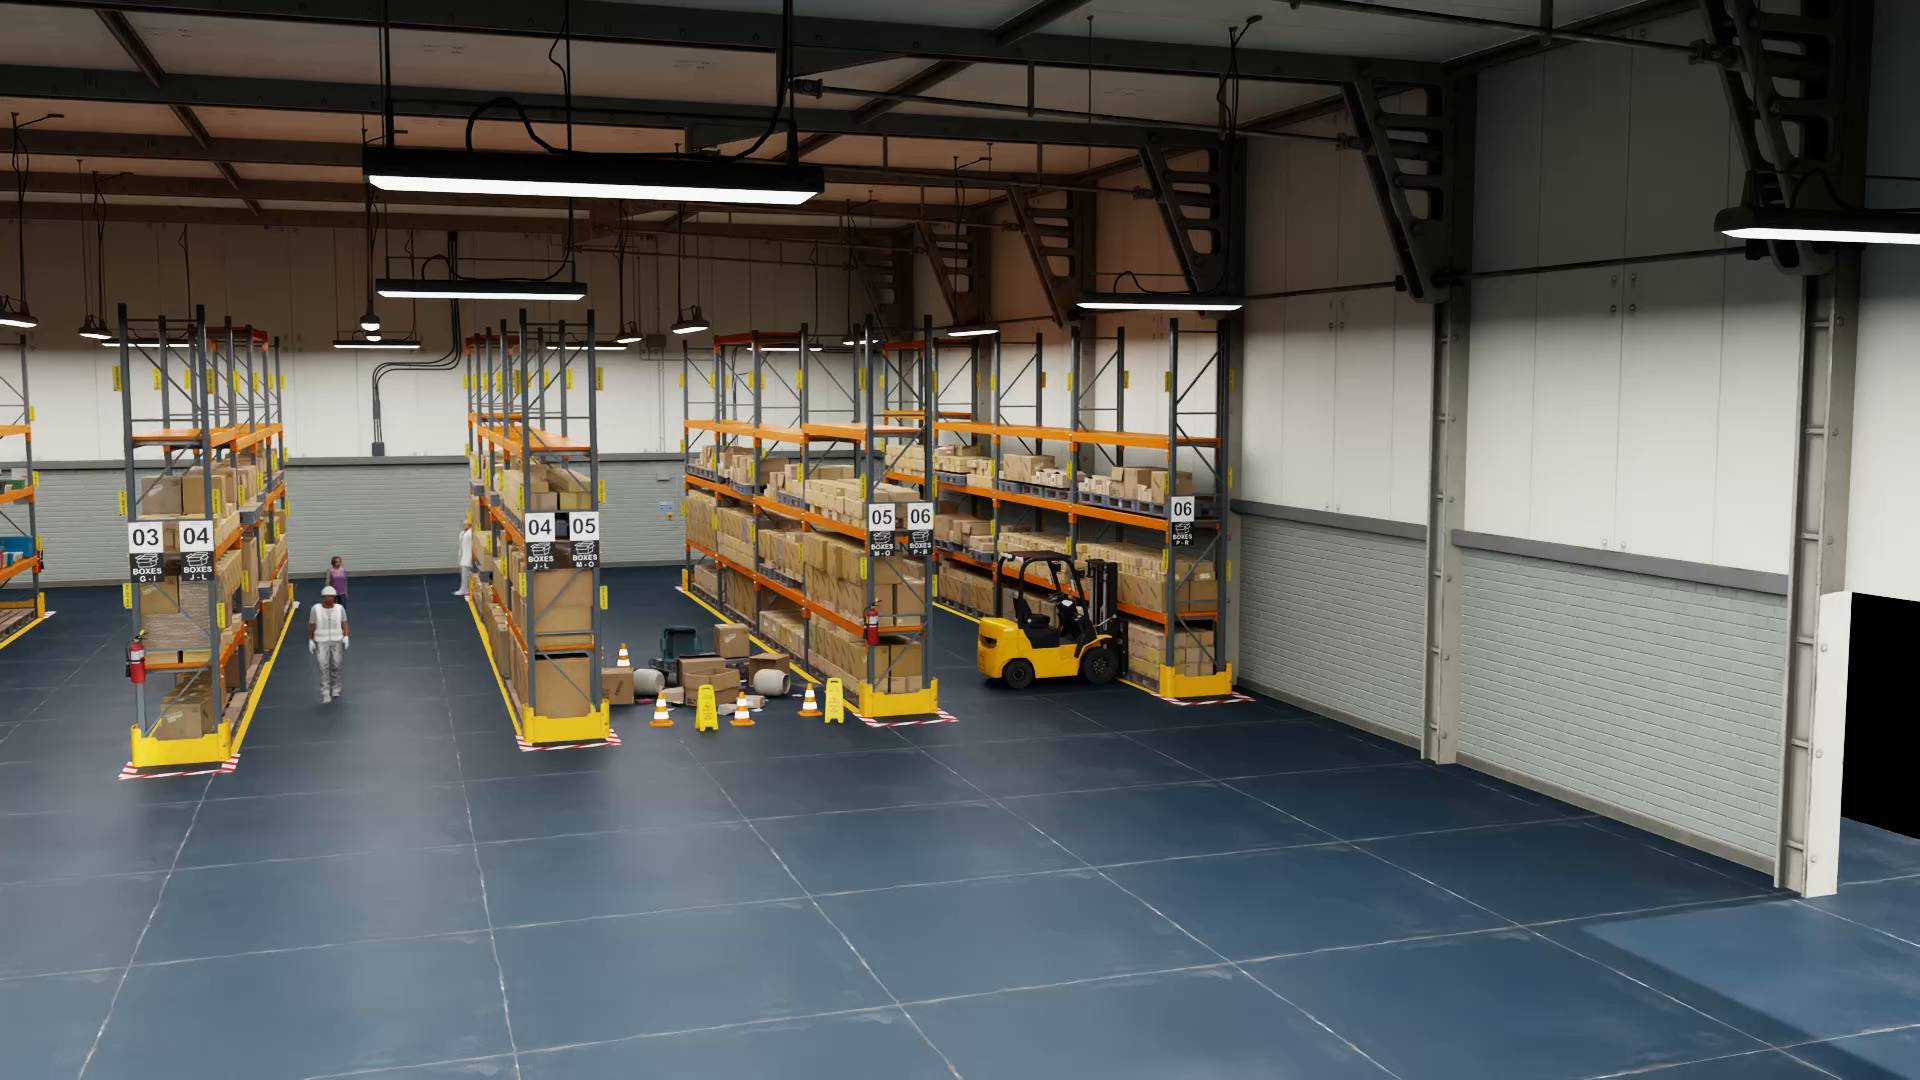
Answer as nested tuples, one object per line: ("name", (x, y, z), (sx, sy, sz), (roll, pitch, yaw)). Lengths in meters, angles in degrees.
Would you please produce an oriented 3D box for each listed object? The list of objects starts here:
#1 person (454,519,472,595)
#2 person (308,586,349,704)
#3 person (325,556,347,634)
("person", (-11.627, 0.438, 39.304), (0.812, 1.672, 0.593), (-5, 7, -43))
("person", (-9.925, 1.635, 26.221), (0.589, 1.775, 0.728), (-3, 6, -30))
("person", (-12.360, 1.086, 32.995), (0.450, 1.560, 0.877), (-4, 7, -34))
